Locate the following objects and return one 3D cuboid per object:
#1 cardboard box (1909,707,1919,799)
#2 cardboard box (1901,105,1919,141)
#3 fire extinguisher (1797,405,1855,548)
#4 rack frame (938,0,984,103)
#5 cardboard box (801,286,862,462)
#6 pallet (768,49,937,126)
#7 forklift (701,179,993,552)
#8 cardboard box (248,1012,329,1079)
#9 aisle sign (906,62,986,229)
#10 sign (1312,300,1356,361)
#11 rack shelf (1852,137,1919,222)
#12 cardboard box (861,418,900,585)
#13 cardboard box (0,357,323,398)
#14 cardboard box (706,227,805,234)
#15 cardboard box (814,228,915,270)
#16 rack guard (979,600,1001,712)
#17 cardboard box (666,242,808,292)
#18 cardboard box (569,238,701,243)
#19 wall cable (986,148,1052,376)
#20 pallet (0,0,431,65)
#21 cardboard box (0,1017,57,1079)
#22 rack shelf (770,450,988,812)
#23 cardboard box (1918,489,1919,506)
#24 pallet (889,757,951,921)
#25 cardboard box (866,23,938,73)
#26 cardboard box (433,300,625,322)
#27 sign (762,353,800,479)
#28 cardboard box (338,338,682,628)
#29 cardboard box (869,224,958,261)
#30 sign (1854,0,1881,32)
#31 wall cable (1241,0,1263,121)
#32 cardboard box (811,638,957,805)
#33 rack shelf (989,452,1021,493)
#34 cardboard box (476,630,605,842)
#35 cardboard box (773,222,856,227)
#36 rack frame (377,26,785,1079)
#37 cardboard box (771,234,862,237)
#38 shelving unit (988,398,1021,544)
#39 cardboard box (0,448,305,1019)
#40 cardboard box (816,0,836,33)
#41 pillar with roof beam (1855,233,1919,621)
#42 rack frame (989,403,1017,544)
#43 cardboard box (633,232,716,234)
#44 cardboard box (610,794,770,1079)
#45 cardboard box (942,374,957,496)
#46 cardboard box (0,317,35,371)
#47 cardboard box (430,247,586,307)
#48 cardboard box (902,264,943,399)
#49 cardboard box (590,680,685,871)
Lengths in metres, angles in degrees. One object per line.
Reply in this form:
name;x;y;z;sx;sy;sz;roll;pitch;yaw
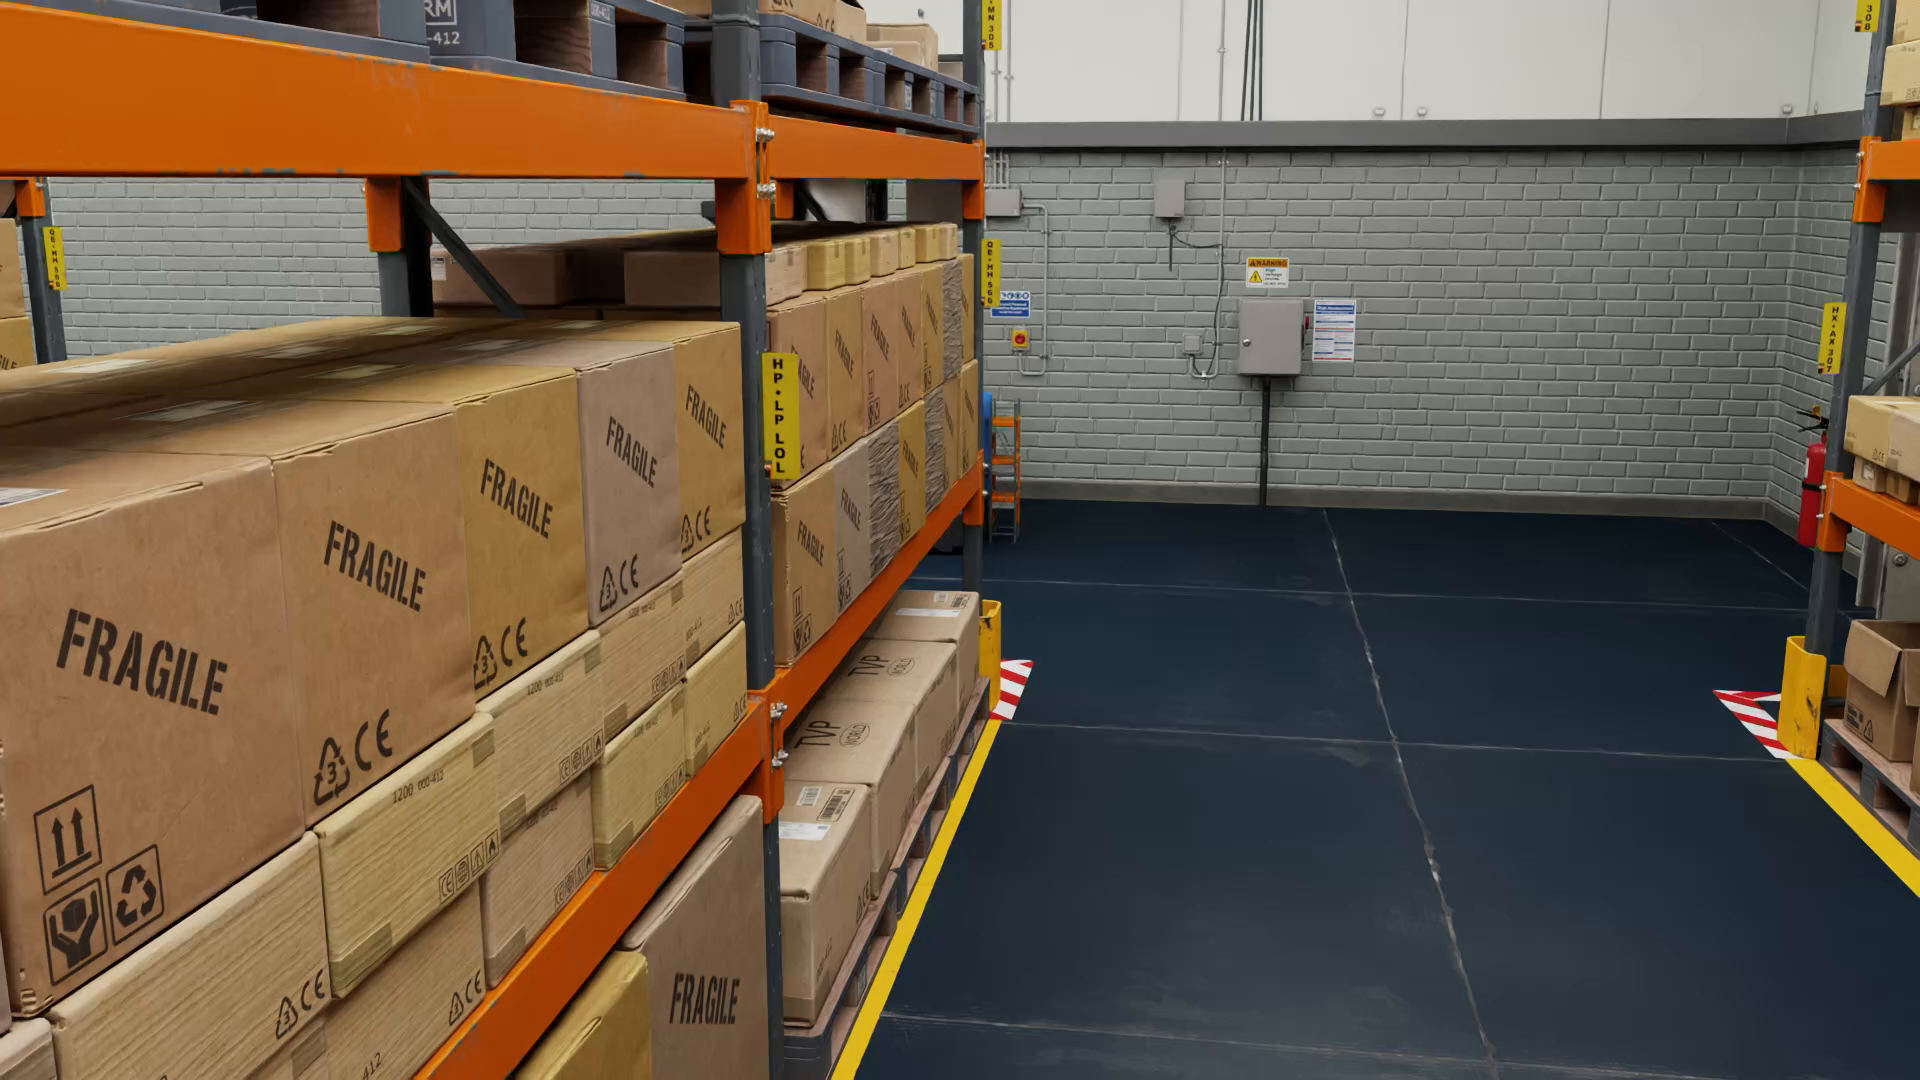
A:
cardboard box;4.161;0.838;6.420;0.700;0.500;0.500;2;12;11
cardboard box;4.239;-1.764;7.034;0.380;0.149;0.250;2;12;10
fire extinguisher;4.084;-0.305;7.856;0.296;0.674;0.183;2;12;9
rack frame;-0.387;-3.572;7.707;1.000;3.000;0.127;2;12;9
cardboard box;-0.606;-0.540;5.270;0.500;0.500;0.500;2;12;8
pallet;-0.676;-1.653;6.133;1.003;0.211;1.213;2;12;9
forklift;-1.296;-1.466;12.338;3.031;2.935;1.130;2;12;8
cardboard box;-1.146;0.789;2.067;0.500;0.250;0.500;2;12;11
aisle sign;-0.070;-1.915;8.089;0.394;0.787;0.004;2;12;9
sign;3.030;-1.696;13.469;0.329;0.494;0.001;2;12;9
rack shelf;4.211;-1.178;5.425;1.077;0.370;4.000;2;12;9
cardboard box;-0.507;-0.153;5.844;0.500;0.500;0.500;2;12;9
cardboard box;-1.484;-0.051;2.998;0.500;0.500;0.500;2;12;7
cardboard box;-0.849;-1.210;6.838;0.380;0.149;0.250;2;12;9
cardboard box;-0.386;-1.145;6.538;0.380;0.149;0.250;2;12;10
rack guard;-0.383;0.578;8.626;1.175;0.500;0.348;2;12;9
cardboard box;-0.676;-0.827;5.061;0.380;0.149;0.250;2;12;8
cardboard box;-1.052;-0.892;5.362;0.380;0.149;0.250;2;12;8
wall cable;0.457;-2.326;13.679;0.585;1.953;0.123;2;12;9
pallet;-1.402;-0.717;2.026;1.003;0.211;1.213;2;12;11
cardboard box;-1.215;0.650;1.527;0.500;0.250;0.500;2;12;10
rack shelf;-0.695;0.129;6.483;1.077;0.370;4.000;2;12;9
cardboard box;4.197;-0.187;6.835;0.380;0.149;0.250;2;12;8
pallet;-0.623;1.146;6.674;1.003;0.211;1.213;2;12;9
cardboard box;-0.367;-2.190;7.536;0.500;0.250;0.500;1;12;3
cardboard box;-1.202;-0.451;4.857;0.500;0.500;0.500;2;12;8
sign;-0.464;-0.318;4.290;0.100;0.325;0.005;2;12;9
cardboard box;-0.895;-0.135;3.390;0.500;0.500;0.500;2;12;10
cardboard box;-0.216;-1.303;7.268;0.380;0.149;0.250;2;12;8
sign;3.982;-2.390;7.270;0.100;0.325;0.005;2;12;9
wall cable;3.699;-4.660;12.669;2.988;3.039;0.133;2;12;9
cardboard box;-0.522;0.739;7.027;0.875;0.438;0.875;2;12;10
rack shelf;0.334;-0.504;12.391;0.215;0.259;0.240;2;12;7
cardboard box;-0.973;0.334;2.991;0.500;0.250;0.500;2;12;10
cardboard box;-0.685;-1.372;7.590;0.380;0.149;0.250;2;12;10
rack frame;-1.002;0.193;4.476;1.000;3.000;0.127;2;12;9
cardboard box;-0.550;-0.986;5.799;0.380;0.149;0.250;2;12;8
shelving unit;0.334;-0.515;12.389;0.215;1.050;0.252;2;12;7
cardboard box;-1.138;0.183;1.914;0.500;0.500;0.500;2;12;10
cardboard box;-0.827;-1.859;5.402;0.797;0.503;0.637;3;12;13
pillar with roof beam;1.570;-4.083;10.081;9.100;9.000;0.400;2;12;9
rack frame;0.318;-0.489;12.271;0.200;1.050;0.008;2;12;7
cardboard box;-0.987;-1.051;6.102;0.380;0.149;0.250;2;12;9
cardboard box;-1.018;1.158;4.044;0.875;0.875;0.875;2;12;10
cardboard box;-0.292;-0.475;7.341;0.500;0.500;0.500;2;12;7
cardboard box;-5.108;-0.871;8.471;0.500;0.500;0.500;2;12;10
cardboard box;-1.269;-0.736;4.637;0.380;0.149;0.250;2;12;7
cardboard box;-0.356;-0.856;6.736;0.500;0.500;0.500;2;12;8
cardboard box;-0.902;0.474;3.529;0.500;0.250;0.500;2;12;8
